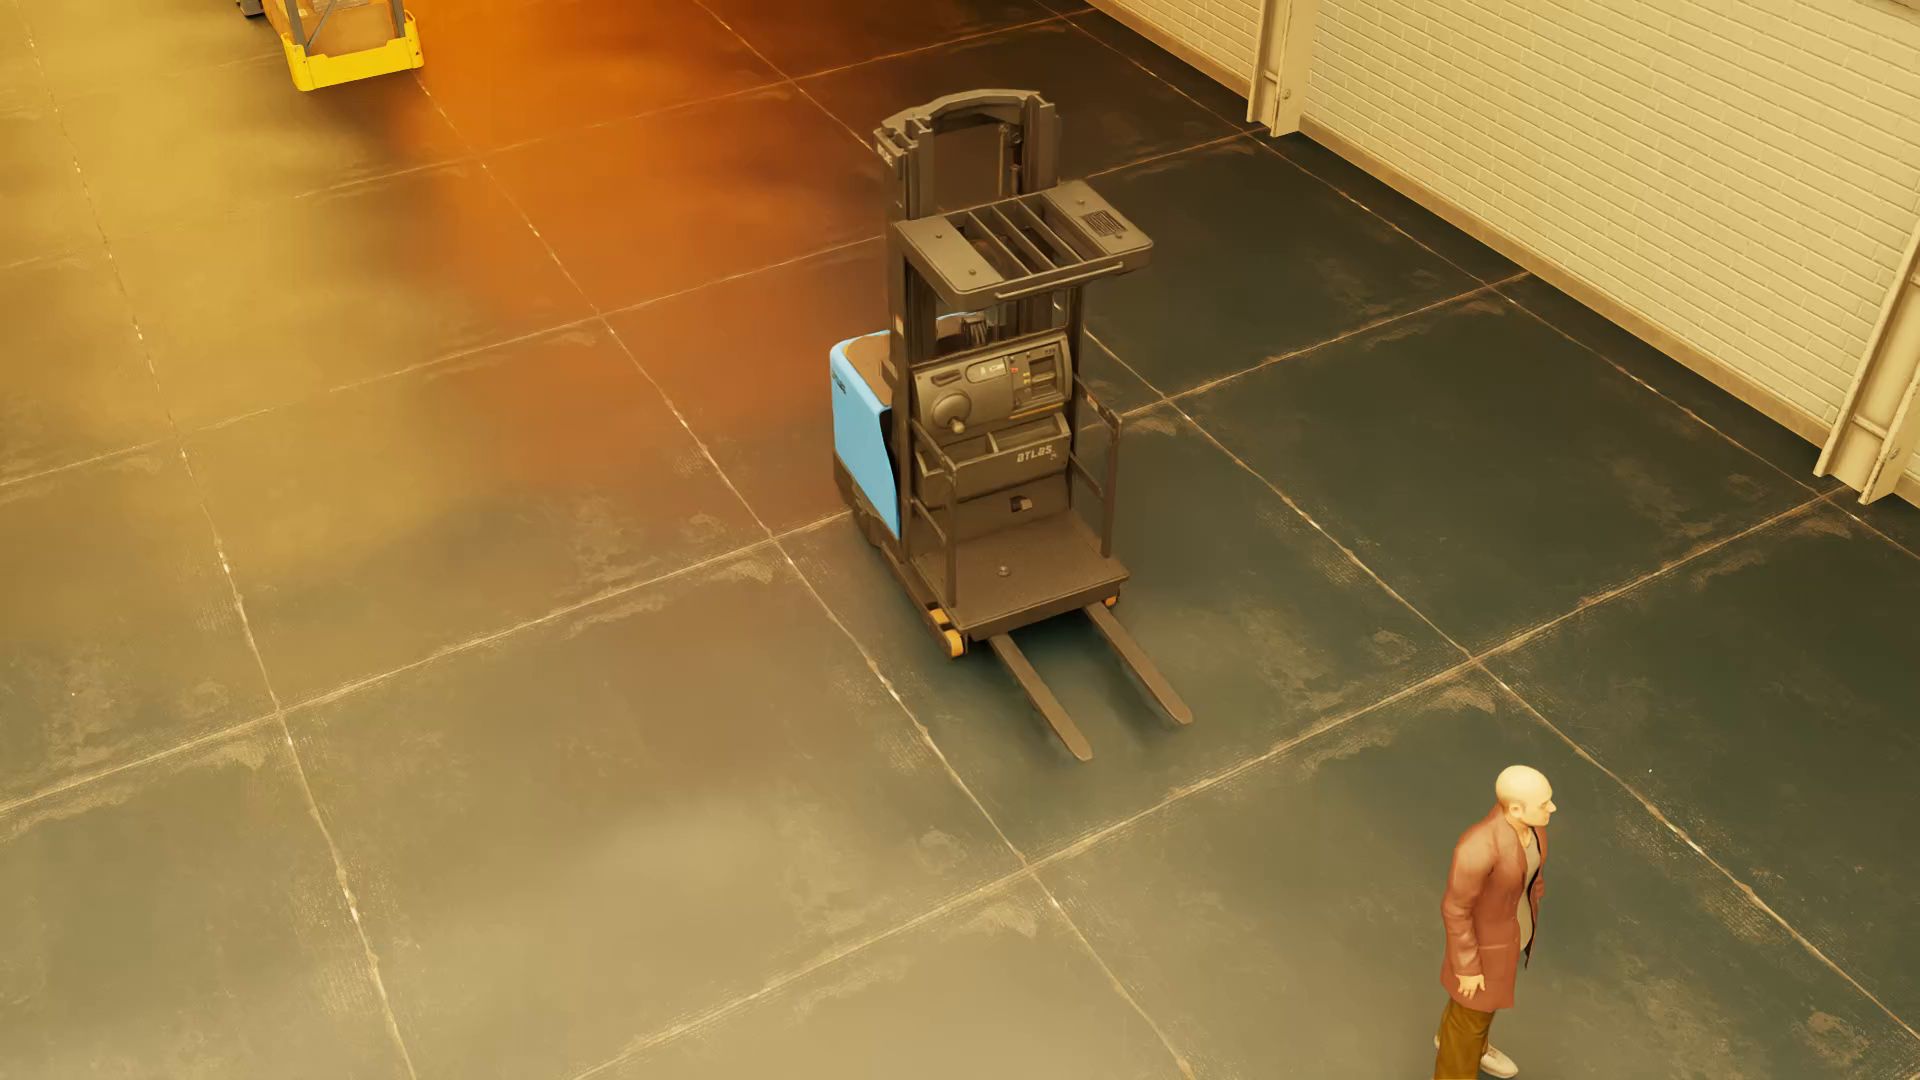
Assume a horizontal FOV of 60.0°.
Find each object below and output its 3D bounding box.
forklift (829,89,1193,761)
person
[{"bbox_3d":[0.283,-0.776,8.972,1.130,2.935,3.031,-17,43,-19],"label":"forklift"},{"bbox_3d":[2.294,1.675,6.912,0.572,1.780,0.693,30,48,31],"label":"person"}]
